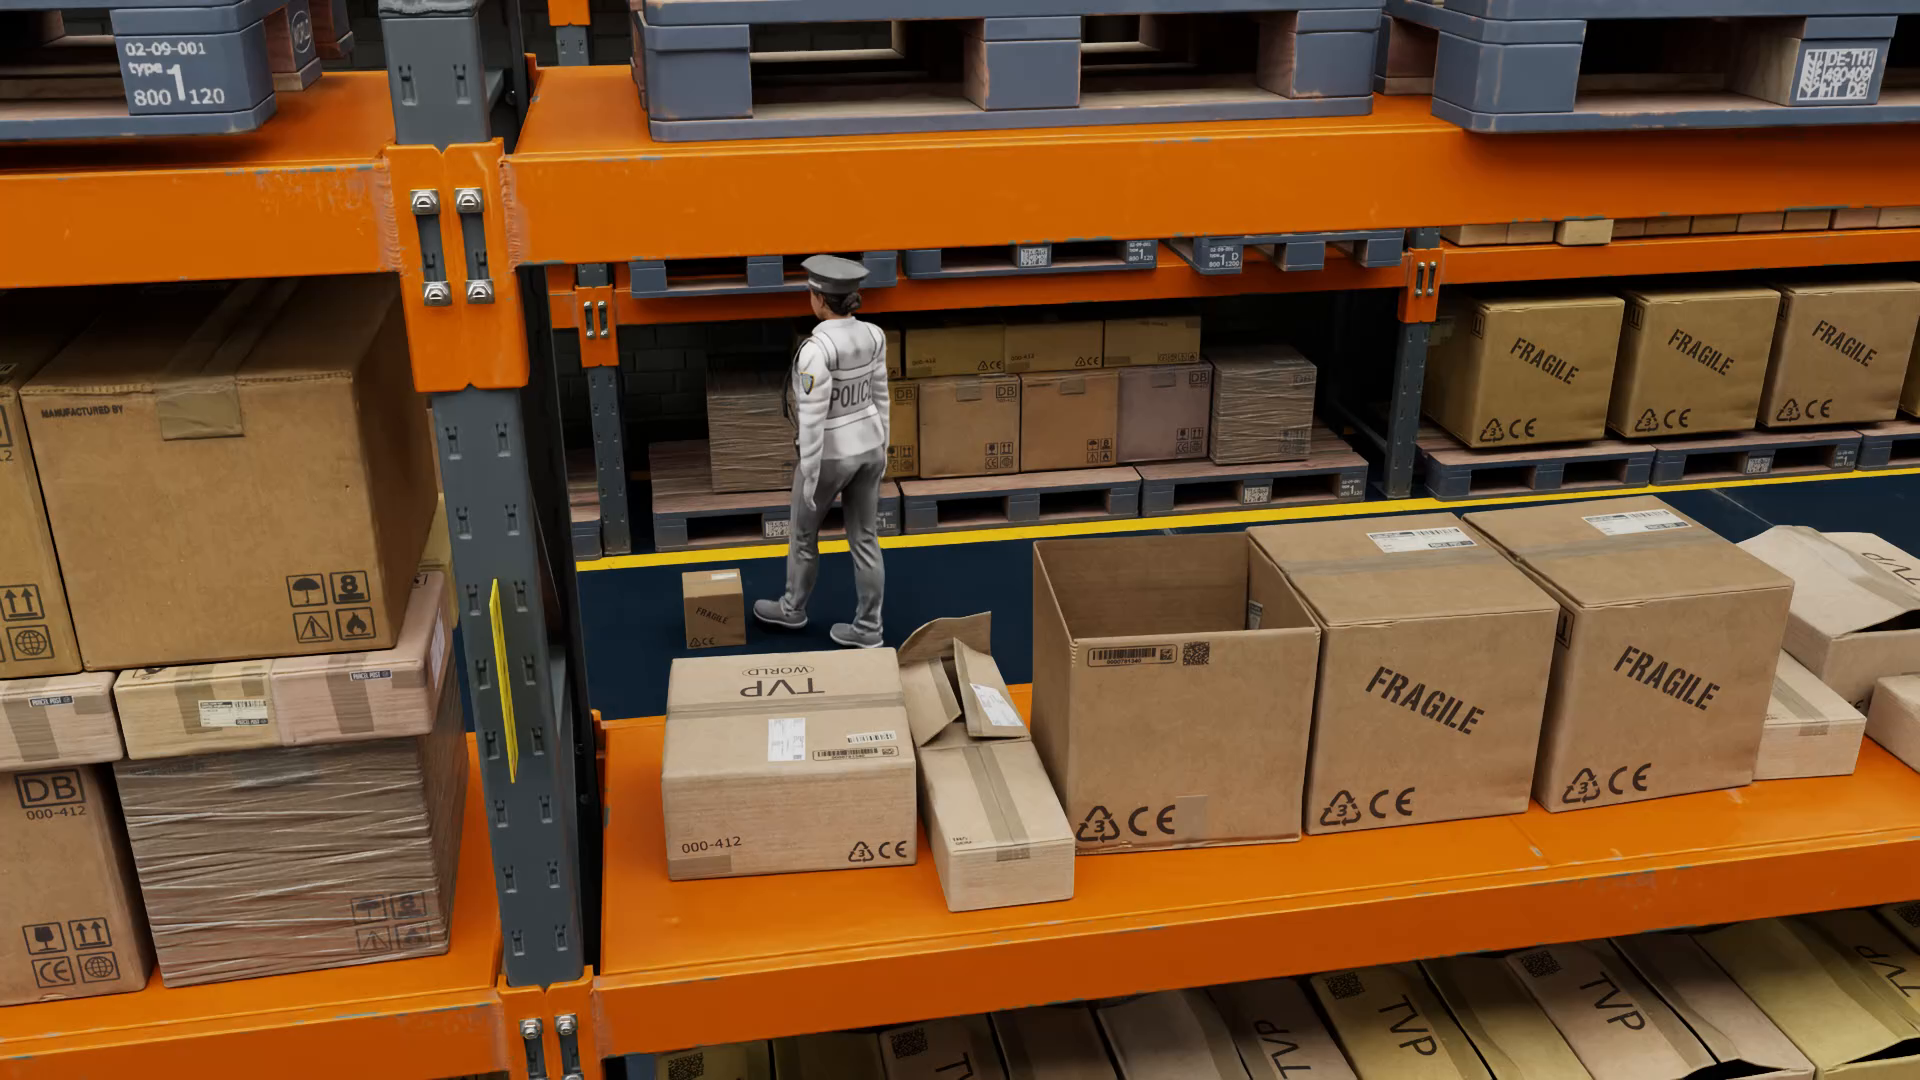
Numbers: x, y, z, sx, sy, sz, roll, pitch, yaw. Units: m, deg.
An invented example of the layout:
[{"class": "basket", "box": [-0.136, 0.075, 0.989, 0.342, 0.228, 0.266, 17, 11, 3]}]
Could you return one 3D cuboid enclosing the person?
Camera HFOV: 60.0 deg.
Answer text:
[{"class": "person", "box": [-0.579, -0.369, 6.913, 0.504, 1.662, 0.660, -21, 31, -39]}]
